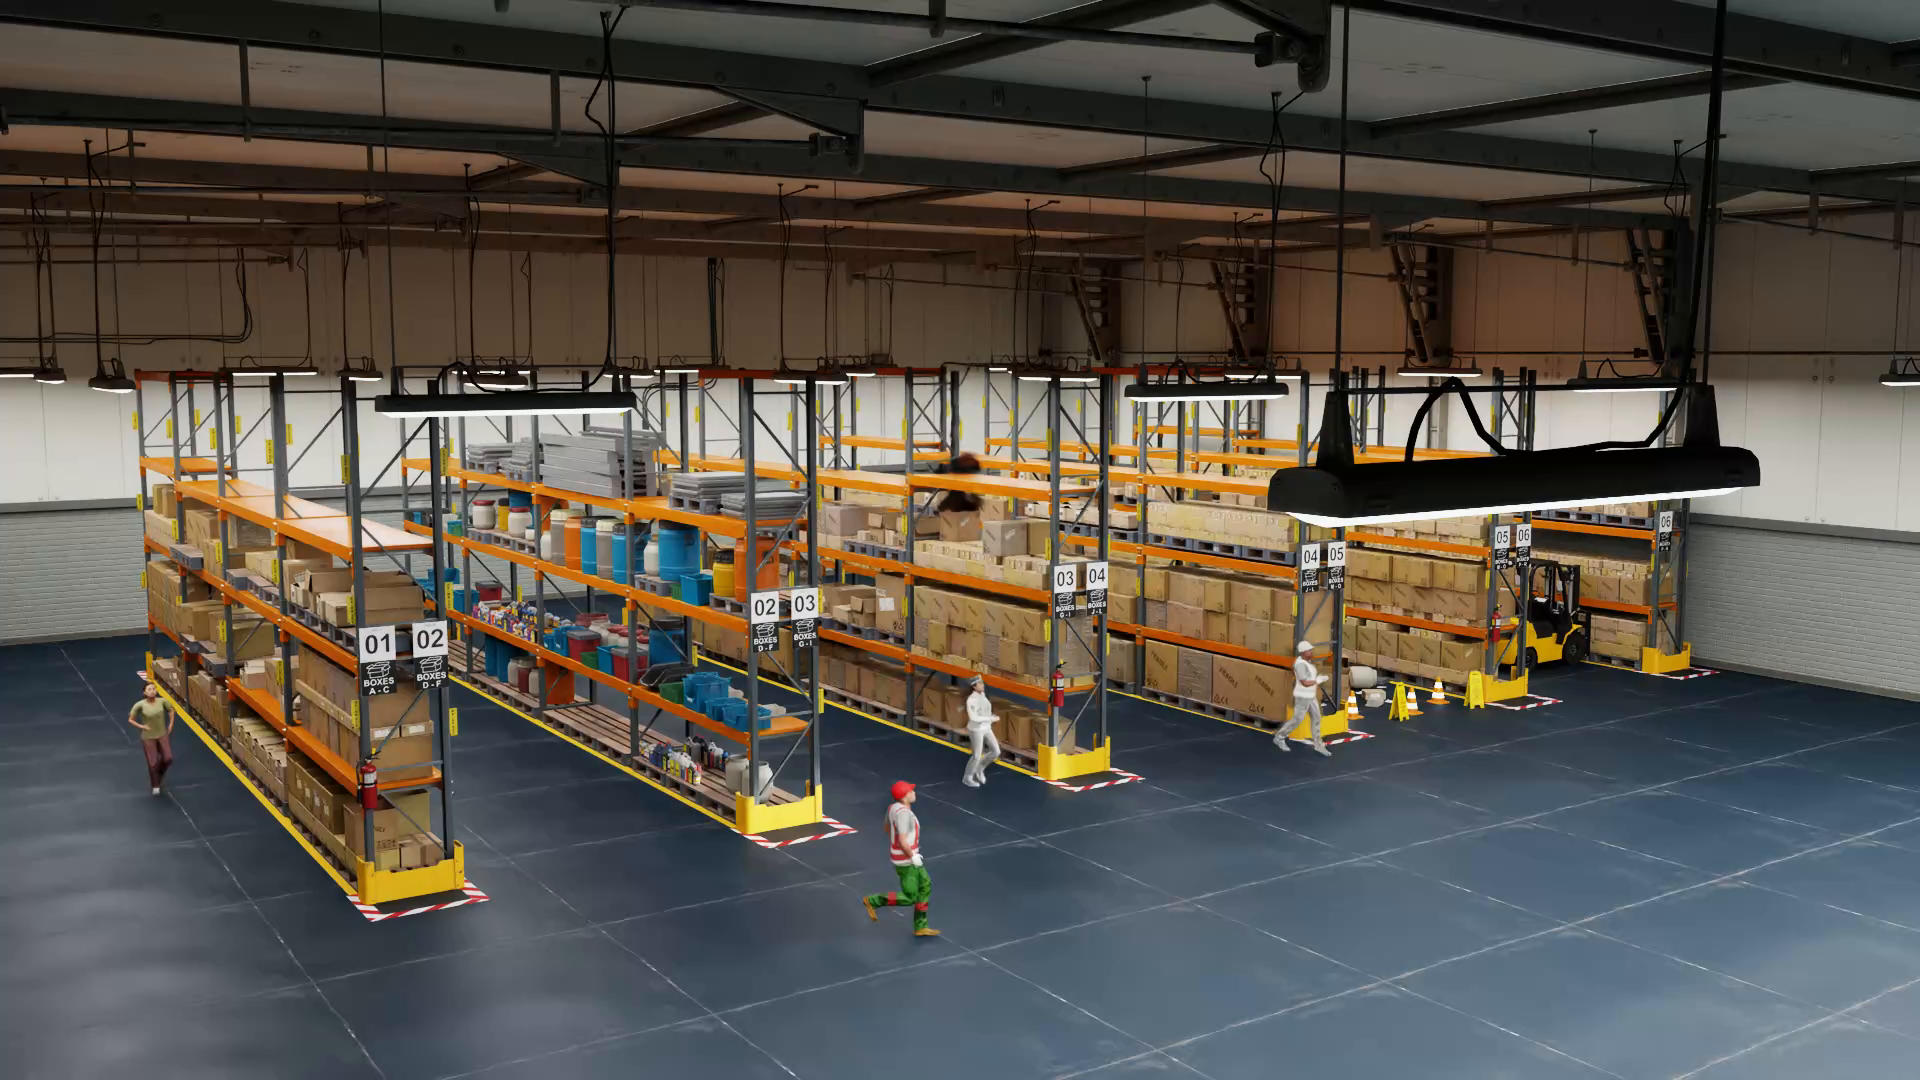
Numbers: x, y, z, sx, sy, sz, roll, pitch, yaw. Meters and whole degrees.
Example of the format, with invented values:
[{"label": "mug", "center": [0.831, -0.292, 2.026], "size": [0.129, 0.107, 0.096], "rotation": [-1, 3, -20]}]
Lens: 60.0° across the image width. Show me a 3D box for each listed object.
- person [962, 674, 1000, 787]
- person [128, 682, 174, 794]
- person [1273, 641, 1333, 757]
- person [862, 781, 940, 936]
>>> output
[{"label": "person", "center": [0.320, 2.765, 24.106], "size": [0.612, 1.678, 0.572], "rotation": [4, 8, 31]}, {"label": "person", "center": [-11.529, 2.834, 23.809], "size": [0.639, 1.629, 0.523], "rotation": [-6, 9, -41]}, {"label": "person", "center": [5.399, 2.486, 26.121], "size": [0.916, 1.821, 0.677], "rotation": [3, 7, 23]}, {"label": "person", "center": [-0.624, 3.451, 17.982], "size": [0.840, 1.724, 0.643], "rotation": [-1, 7, -8]}]
